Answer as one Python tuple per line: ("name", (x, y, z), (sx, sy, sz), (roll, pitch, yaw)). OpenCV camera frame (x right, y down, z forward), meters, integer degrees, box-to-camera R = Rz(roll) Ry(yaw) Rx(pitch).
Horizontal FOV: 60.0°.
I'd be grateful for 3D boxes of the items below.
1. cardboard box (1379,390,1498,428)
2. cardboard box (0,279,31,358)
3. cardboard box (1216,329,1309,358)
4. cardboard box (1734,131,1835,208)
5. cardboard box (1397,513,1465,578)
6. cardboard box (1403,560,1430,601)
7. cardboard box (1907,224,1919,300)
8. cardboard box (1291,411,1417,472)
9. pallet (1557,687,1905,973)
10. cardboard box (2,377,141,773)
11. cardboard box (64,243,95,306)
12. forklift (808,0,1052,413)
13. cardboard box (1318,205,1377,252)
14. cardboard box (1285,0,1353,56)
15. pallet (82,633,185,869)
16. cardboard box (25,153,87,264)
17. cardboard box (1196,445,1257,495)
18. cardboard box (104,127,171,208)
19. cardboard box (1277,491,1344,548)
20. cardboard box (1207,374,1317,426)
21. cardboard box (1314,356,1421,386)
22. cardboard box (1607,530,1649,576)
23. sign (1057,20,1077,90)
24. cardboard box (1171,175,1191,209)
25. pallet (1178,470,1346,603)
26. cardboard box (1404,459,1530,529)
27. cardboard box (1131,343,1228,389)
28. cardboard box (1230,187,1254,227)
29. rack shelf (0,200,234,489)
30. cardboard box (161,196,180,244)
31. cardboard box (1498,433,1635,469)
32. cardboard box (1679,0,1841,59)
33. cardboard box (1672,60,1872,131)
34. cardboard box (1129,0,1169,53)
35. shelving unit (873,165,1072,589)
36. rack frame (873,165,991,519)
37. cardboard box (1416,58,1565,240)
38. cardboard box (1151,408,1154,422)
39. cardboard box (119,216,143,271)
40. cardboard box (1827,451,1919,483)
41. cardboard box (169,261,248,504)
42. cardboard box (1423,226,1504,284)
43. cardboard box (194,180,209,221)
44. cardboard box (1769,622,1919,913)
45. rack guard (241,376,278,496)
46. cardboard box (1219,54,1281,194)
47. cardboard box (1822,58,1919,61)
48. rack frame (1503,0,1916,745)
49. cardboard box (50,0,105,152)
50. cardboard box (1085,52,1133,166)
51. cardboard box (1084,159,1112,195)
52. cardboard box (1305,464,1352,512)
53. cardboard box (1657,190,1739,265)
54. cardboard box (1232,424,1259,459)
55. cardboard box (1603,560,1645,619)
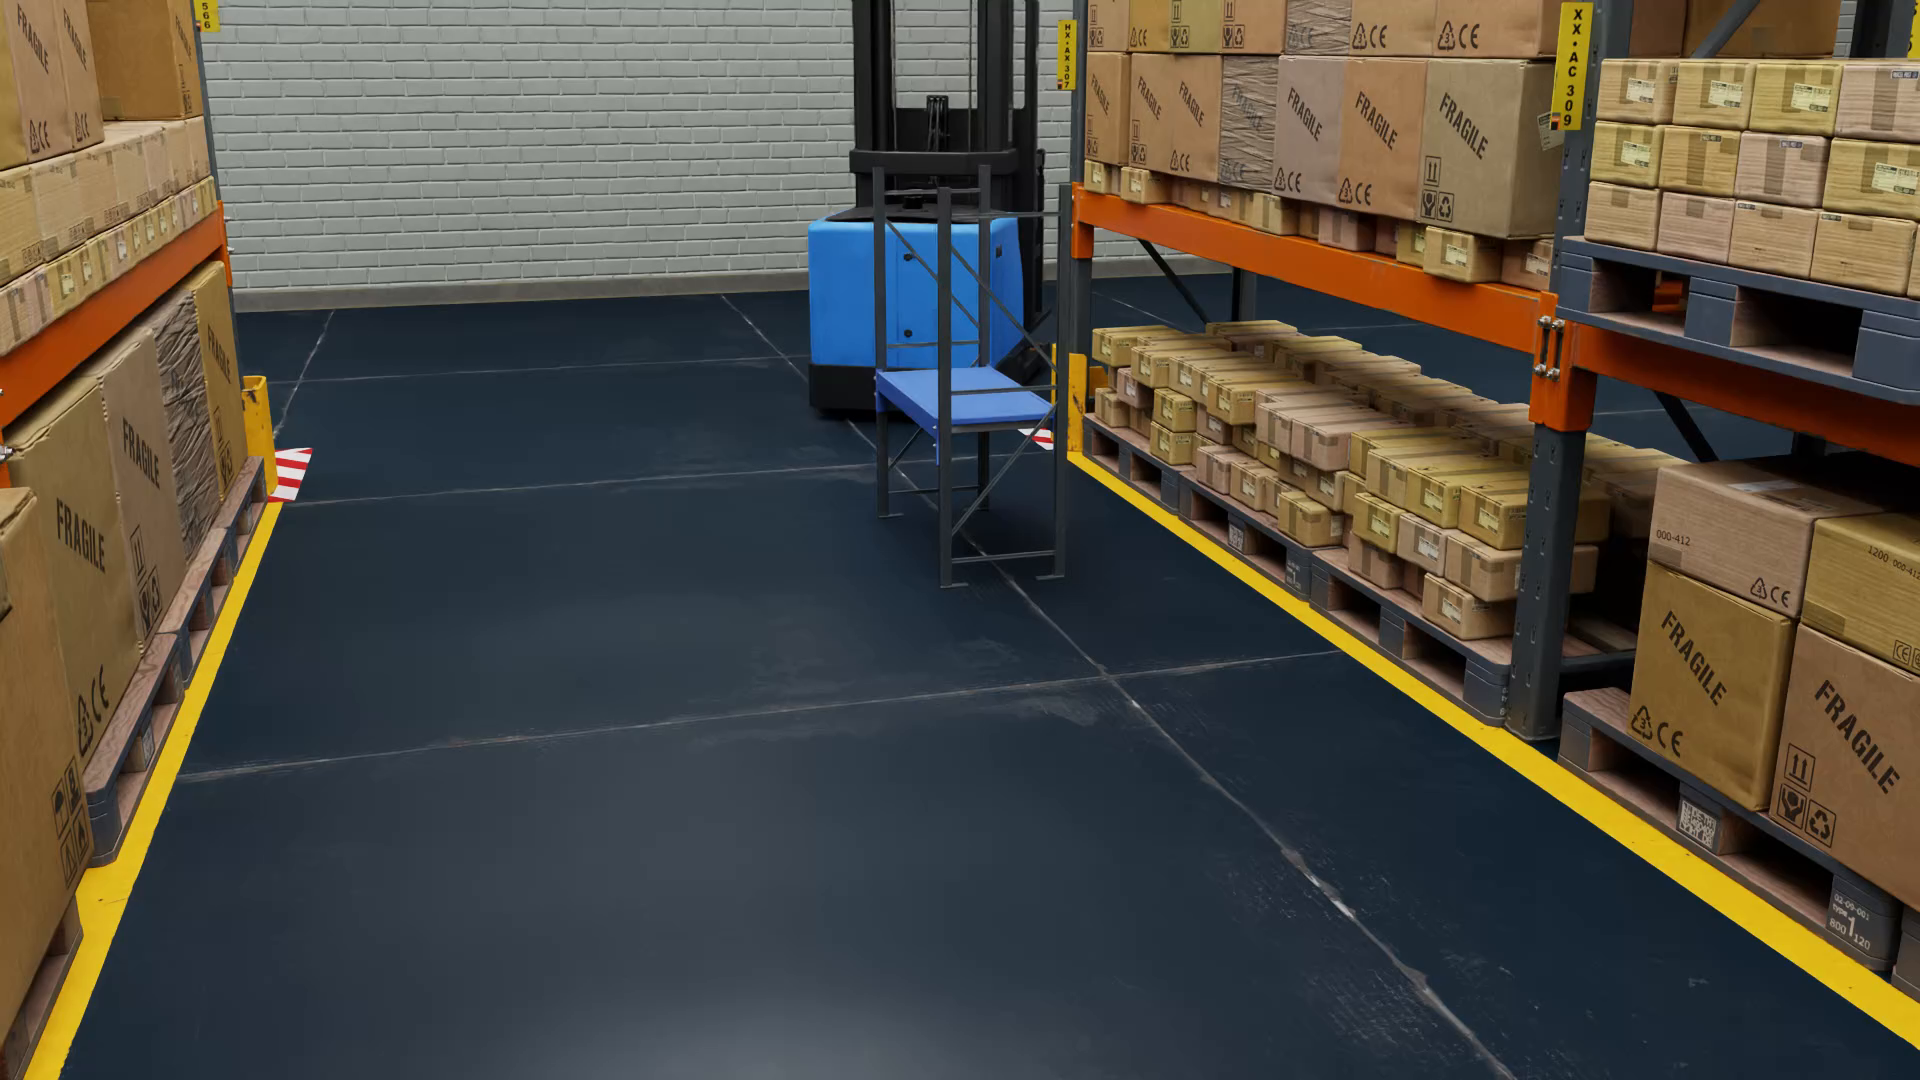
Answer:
("cardboard box", (1.875, -0.481, 6.532), (0.380, 0.149, 0.250), (-5, 18, -18))
("cardboard box", (-2.413, -0.510, 3.872), (0.380, 0.149, 0.250), (-5, 17, -15))
("cardboard box", (1.449, -0.913, 7.968), (0.380, 0.149, 0.250), (-4, 17, -14))
("cardboard box", (1.956, -0.821, 3.662), (0.380, 0.149, 0.250), (-4, 17, -14))
("cardboard box", (1.667, 0.000, 5.447), (0.380, 0.149, 0.250), (-6, 18, -18))
("cardboard box", (1.719, 0.118, 5.570), (0.380, 0.149, 0.250), (-4, 17, -14))
("cardboard box", (2.096, -0.536, 3.229), (0.380, 0.149, 0.250), (-5, 18, -18))
("cardboard box", (1.454, -0.366, 6.148), (0.380, 0.149, 0.250), (-6, 18, -18))
("pallet", (2.361, 0.665, 4.373), (1.003, 0.211, 1.213), (-5, 17, -15))
("cardboard box", (-2.756, 0.106, 4.350), (0.875, 0.875, 0.875), (-5, 17, -15))
("cardboard box", (-2.632, -0.728, 4.598), (0.380, 0.149, 0.250), (-5, 17, -17))
("forklift", (-0.034, -2.459, 10.045), (1.130, 2.935, 3.031), (3, 17, 11))
("cardboard box", (1.500, -1.114, 5.882), (0.380, 0.149, 0.250), (-5, 18, -18))
("cardboard box", (1.482, -1.949, 5.798), (0.500, 0.500, 0.500), (-4, 17, -14))
("pallet", (-2.785, 0.597, 4.598), (1.003, 0.211, 1.213), (-5, 17, -15))
("cardboard box", (-2.661, -0.881, 4.415), (0.500, 0.250, 0.500), (-5, 17, -16))
("cardboard box", (1.219, -0.306, 6.982), (0.380, 0.149, 0.250), (-6, 18, -18))
("cardboard box", (-3.083, -1.305, 5.826), (0.500, 0.250, 0.500), (-5, 18, -17))
("cardboard box", (1.425, -0.090, 6.262), (0.380, 0.149, 0.250), (-5, 17, -15))
("cardboard box", (1.244, -0.579, 6.857), (0.380, 0.149, 0.250), (-4, 17, -14))
("cardboard box", (1.780, -0.705, 7.275), (0.380, 0.149, 0.250), (-4, 17, -13))
("cardboard box", (2.353, 0.010, 5.413), (0.380, 0.149, 0.250), (-4, 17, -13))
("sign", (0.524, -2.364, 8.104), (0.100, 0.325, 0.005), (-5, 17, -15))
("cardboard box", (1.155, -1.550, 7.335), (0.380, 0.149, 0.250), (-4, 17, -13))
("pallet", (1.588, -0.072, 6.824), (1.003, 0.211, 1.213), (-5, 17, -15))
("cardboard box", (1.689, -0.152, 5.436), (0.380, 0.149, 0.250), (-4, 17, -15))
("cardboard box", (1.001, -0.795, 7.576), (0.380, 0.149, 0.250), (-5, 17, -15))
("cardboard box", (1.298, -1.329, 6.600), (0.380, 0.149, 0.250), (-4, 17, -13))
("rack shelf", (-3.201, -0.731, 5.421), (1.077, 0.370, 4.000), (-5, 17, -15))
("cardboard box", (-3.054, -1.153, 6.014), (0.380, 0.149, 0.250), (-5, 17, -16))
("cardboard box", (2.114, -0.265, 5.813), (0.380, 0.149, 0.250), (-5, 17, -16))
("cardboard box", (2.256, -1.699, 4.967), (0.500, 0.500, 0.500), (-4, 17, -14))
("cardboard box", (1.894, -1.030, 3.839), (0.380, 0.149, 0.250), (-4, 17, -14))
("cardboard box", (1.059, -2.378, 7.224), (0.500, 0.500, 0.500), (-4, 17, -14))
("shelving unit", (0.023, -0.695, 6.658), (0.538, 1.500, 1.048), (-5, 17, -15))
("rack frame", (-0.116, -0.835, 7.126), (0.500, 1.500, 0.032), (-5, 17, -15))
("cardboard box", (1.741, -1.188, 5.002), (0.500, 0.500, 0.500), (-5, 17, -15))
("cardboard box", (1.108, -0.524, 7.708), (0.380, 0.149, 0.250), (-5, 17, -15))
("cardboard box", (-2.843, -0.941, 5.307), (0.380, 0.149, 0.250), (-5, 17, -17))
("cardboard box", (2.593, -0.063, 4.260), (0.500, 0.250, 0.500), (-5, 17, -17))
("cardboard box", (-3.498, -0.641, 6.836), (0.875, 0.875, 0.875), (-5, 17, -15))
("cardboard box", (1.666, -0.889, 5.134), (0.380, 0.149, 0.250), (-5, 17, -17))
("cardboard box", (-3.263, -1.364, 6.715), (0.380, 0.149, 0.250), (-5, 17, -15))
("cardboard box", (2.240, 0.481, 3.750), (0.500, 0.500, 0.500), (-4, 17, -13))
("rack guard", (-3.757, -0.438, 7.541), (1.175, 0.500, 0.348), (-5, 17, -15))
("cardboard box", (1.344, -1.614, 6.420), (0.500, 0.500, 0.500), (-5, 17, -17))
("cardboard box", (2.443, -1.156, 4.260), (0.380, 0.149, 0.250), (-4, 17, -13))
("rack frame", (2.145, -0.886, 4.688), (1.000, 3.000, 0.127), (-5, 17, -15))
("cardboard box", (-2.813, -1.385, 4.788), (0.500, 0.500, 0.500), (-5, 18, -17))
("cardboard box", (0.904, -2.037, 7.828), (0.500, 0.500, 0.500), (-4, 17, -13))
("cardboard box", (0.820, -1.757, 8.023), (0.380, 0.149, 0.250), (-5, 17, -16))
("cardboard box", (1.513, -0.219, 6.176), (0.380, 0.149, 0.250), (-4, 17, -14))
("cardboard box", (1.893, -0.745, 3.926), (0.380, 0.149, 0.250), (-4, 17, -14))
("cardboard box", (1.361, -0.447, 6.936), (0.380, 0.149, 0.250), (-4, 17, -12))
("cardboard box", (2.354, 0.152, 5.458), (0.380, 0.149, 0.250), (-5, 18, -18))
